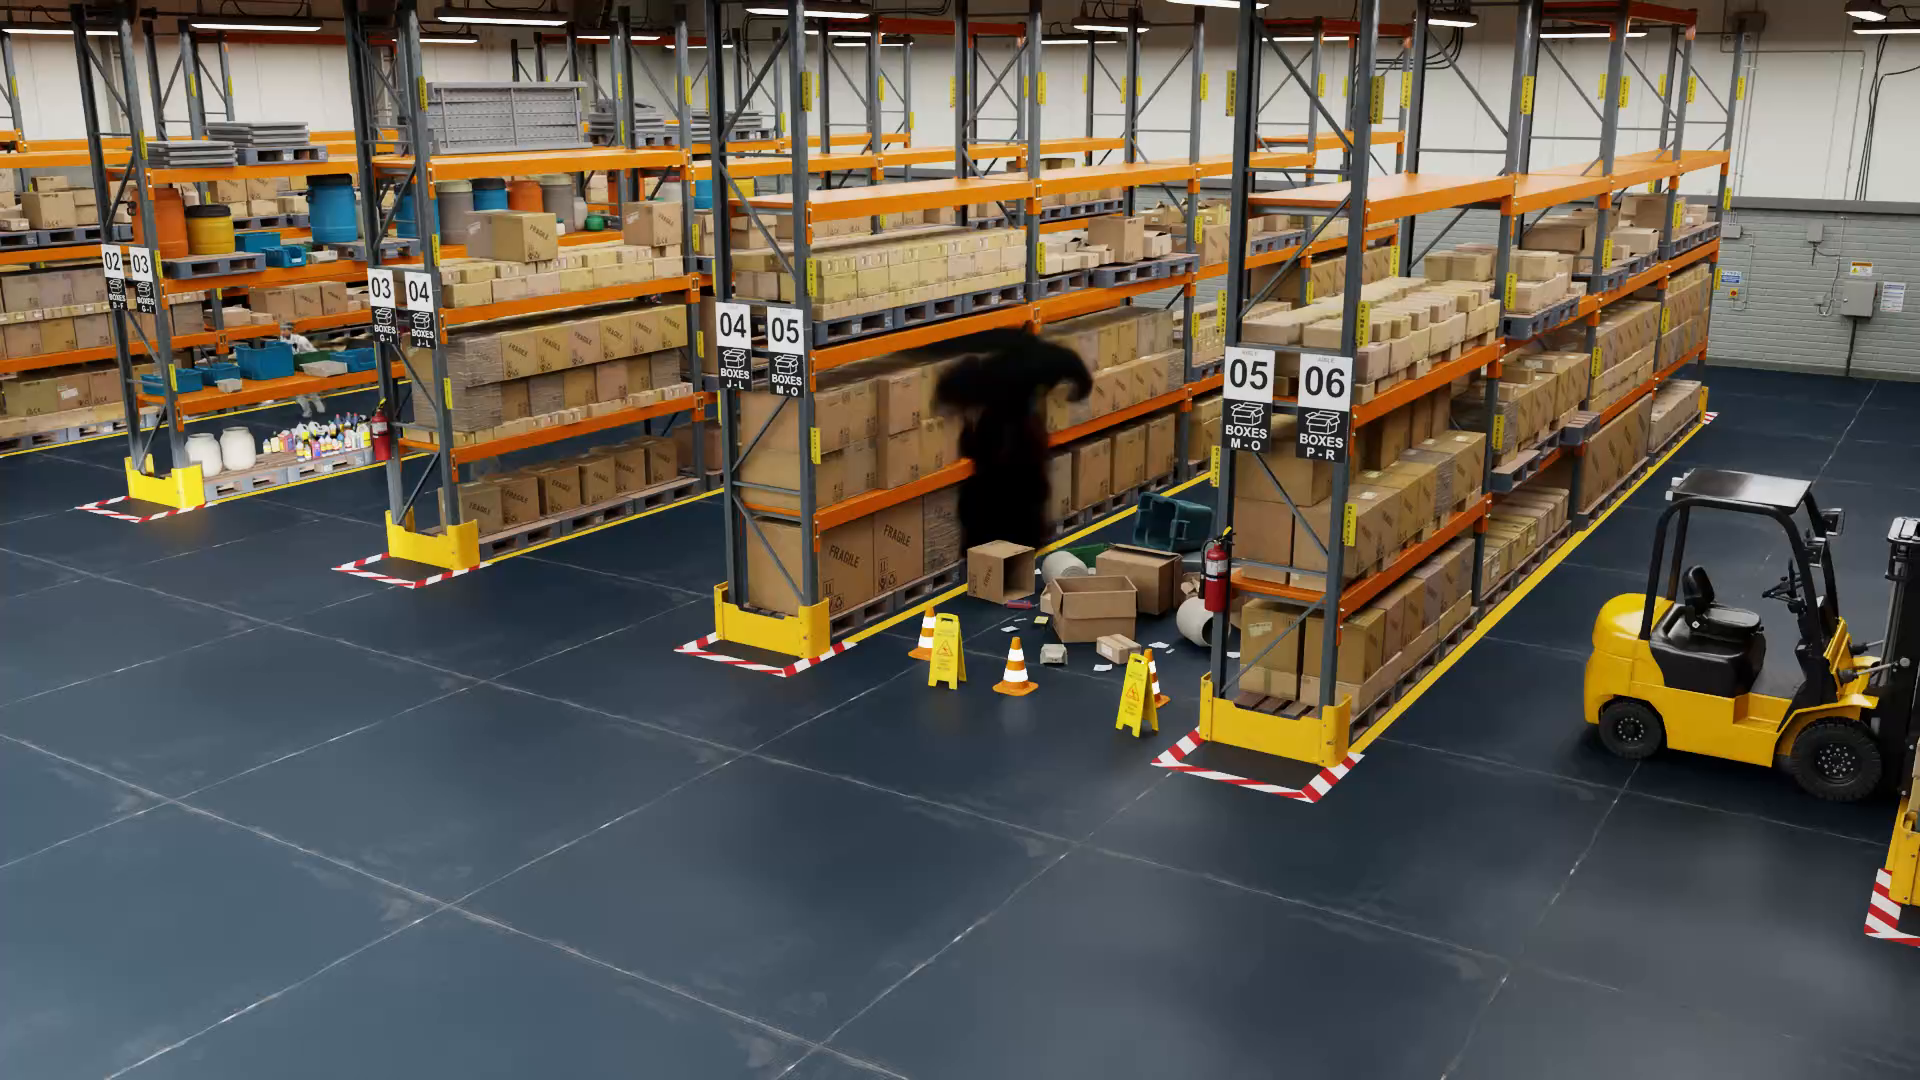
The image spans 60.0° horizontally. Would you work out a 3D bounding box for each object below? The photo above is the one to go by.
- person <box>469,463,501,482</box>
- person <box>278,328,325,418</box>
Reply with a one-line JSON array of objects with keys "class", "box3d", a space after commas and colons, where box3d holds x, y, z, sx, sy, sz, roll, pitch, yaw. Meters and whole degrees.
[{"class": "person", "box3d": [-6.293, -1.540, 21.620, 0.517, 1.742, 0.848, 8, 18, 27]}, {"class": "person", "box3d": [-10.306, -2.659, 25.920, 0.574, 1.543, 0.720, 1, 16, 5]}]
